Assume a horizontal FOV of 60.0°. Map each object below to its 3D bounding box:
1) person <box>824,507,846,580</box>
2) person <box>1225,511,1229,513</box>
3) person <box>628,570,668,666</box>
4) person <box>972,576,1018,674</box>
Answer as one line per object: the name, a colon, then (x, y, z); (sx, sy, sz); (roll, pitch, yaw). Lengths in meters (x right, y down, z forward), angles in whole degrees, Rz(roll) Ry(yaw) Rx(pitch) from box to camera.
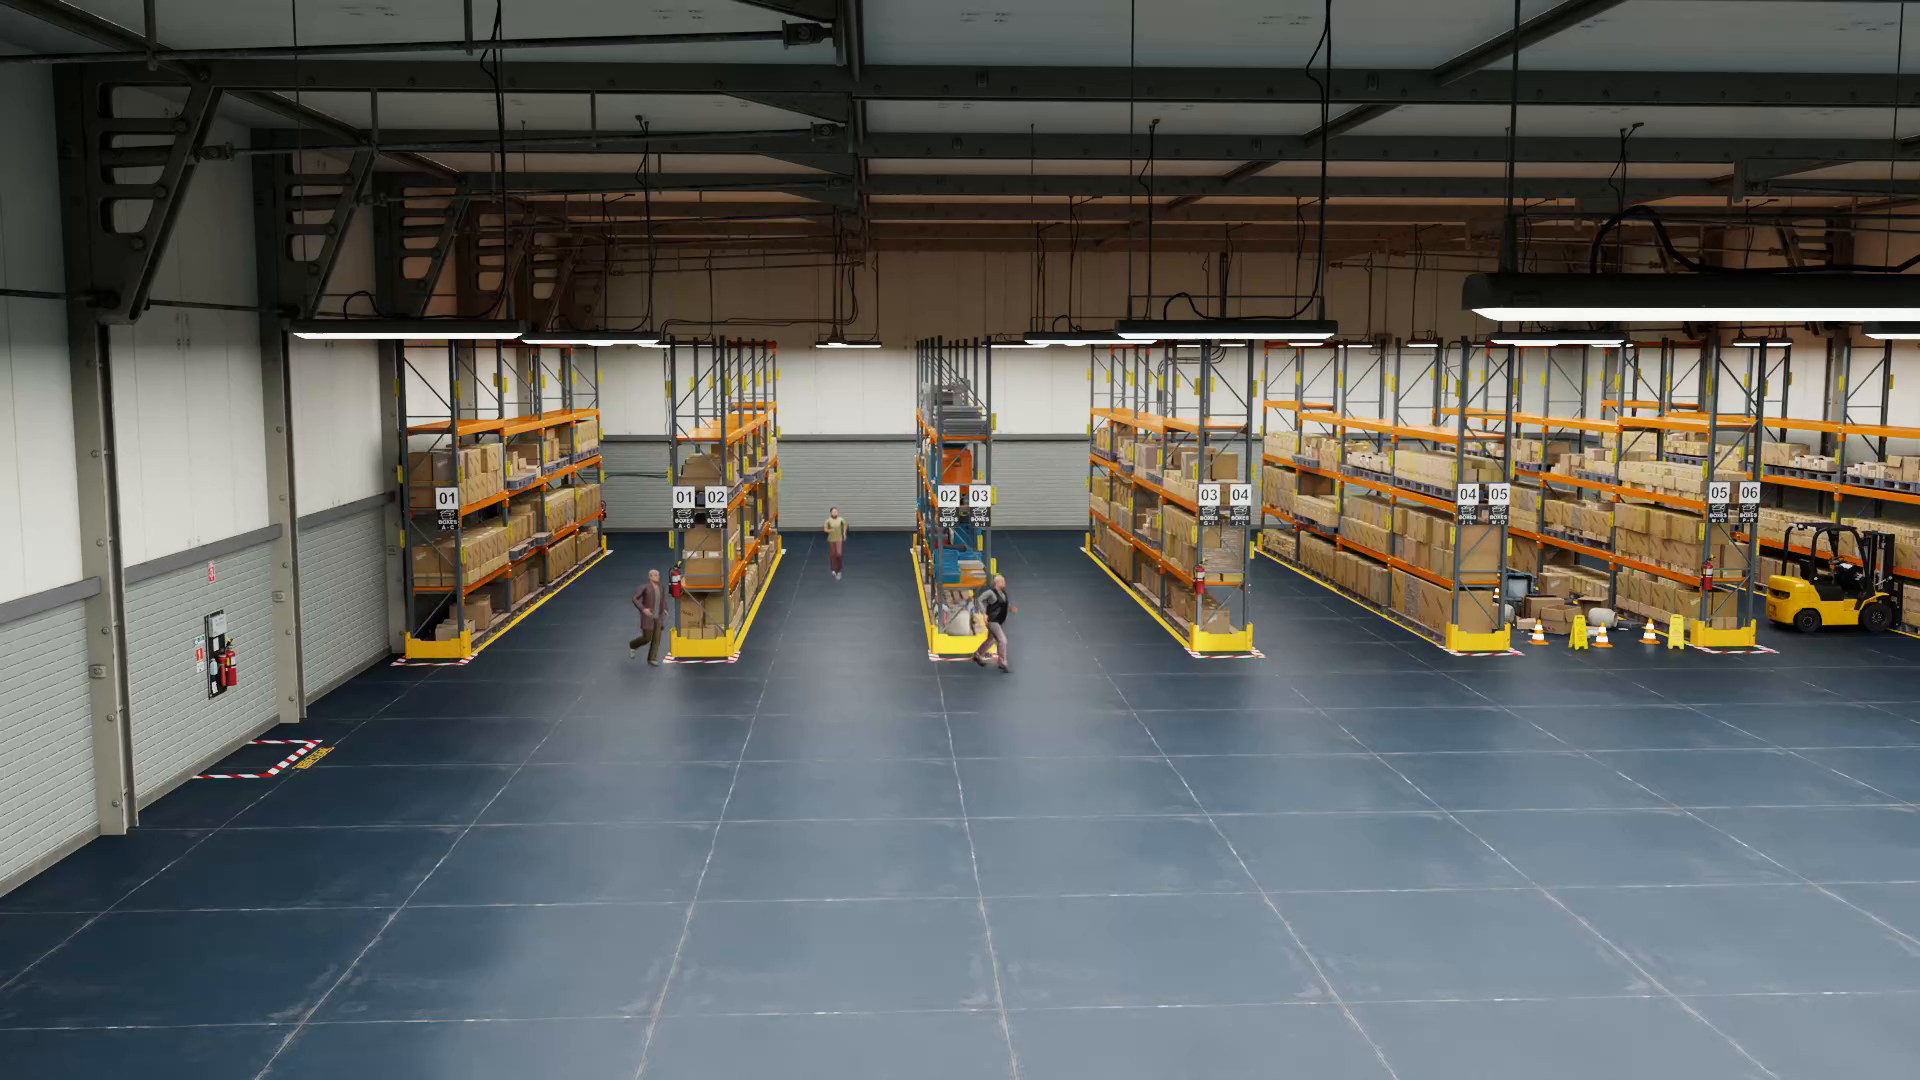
person: (-3.006, 0.073, 40.050); (0.545, 1.742, 0.675); (-1, 7, -4)
person: (7.610, -0.645, 48.425); (0.608, 1.733, 0.721); (-4, 8, -35)
person: (-5.631, 1.407, 30.492); (0.891, 1.719, 0.771); (6, 9, 44)
person: (0.607, 1.501, 29.773); (0.915, 1.759, 0.590); (3, 7, 28)
